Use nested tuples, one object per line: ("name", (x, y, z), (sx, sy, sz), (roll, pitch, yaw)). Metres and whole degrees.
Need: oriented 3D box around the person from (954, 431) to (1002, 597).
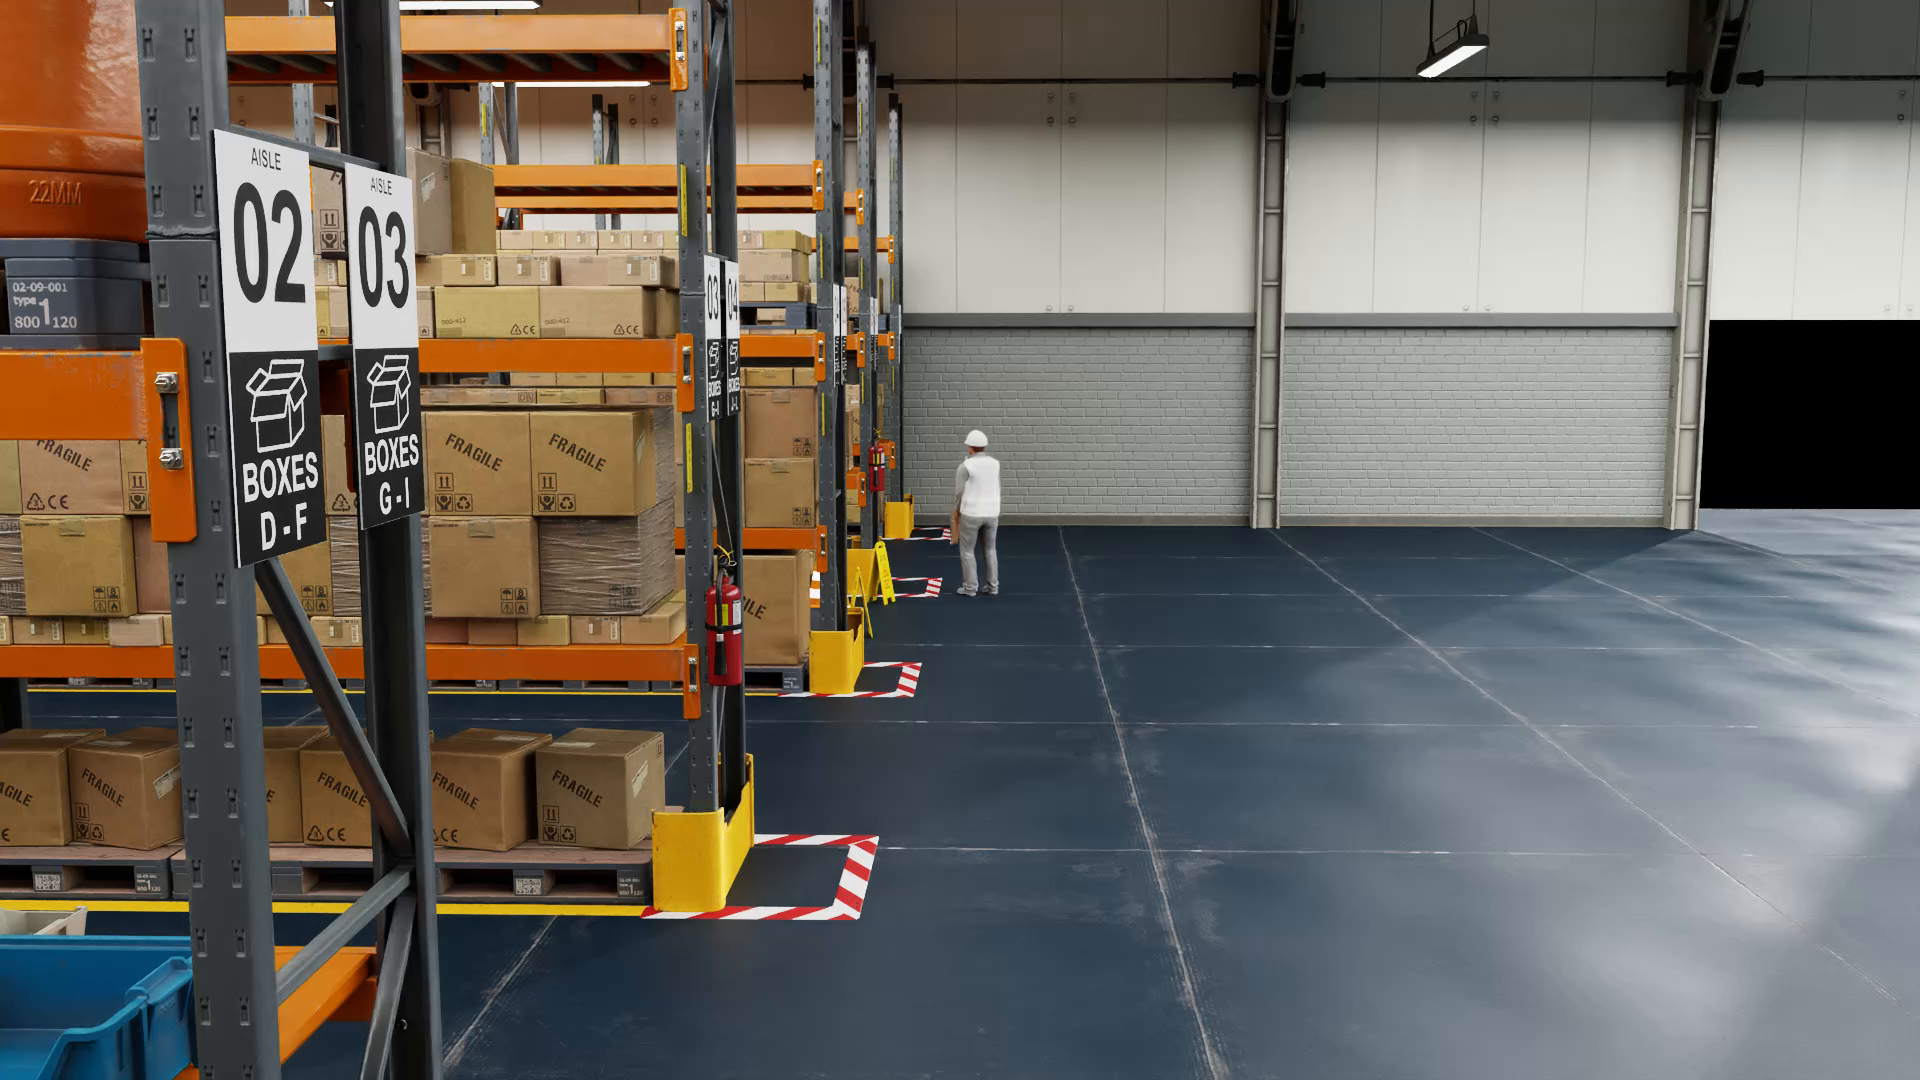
("person", (0.197, -0.290, 17.942), (0.553, 1.778, 0.434), (-4, 8, -27))
